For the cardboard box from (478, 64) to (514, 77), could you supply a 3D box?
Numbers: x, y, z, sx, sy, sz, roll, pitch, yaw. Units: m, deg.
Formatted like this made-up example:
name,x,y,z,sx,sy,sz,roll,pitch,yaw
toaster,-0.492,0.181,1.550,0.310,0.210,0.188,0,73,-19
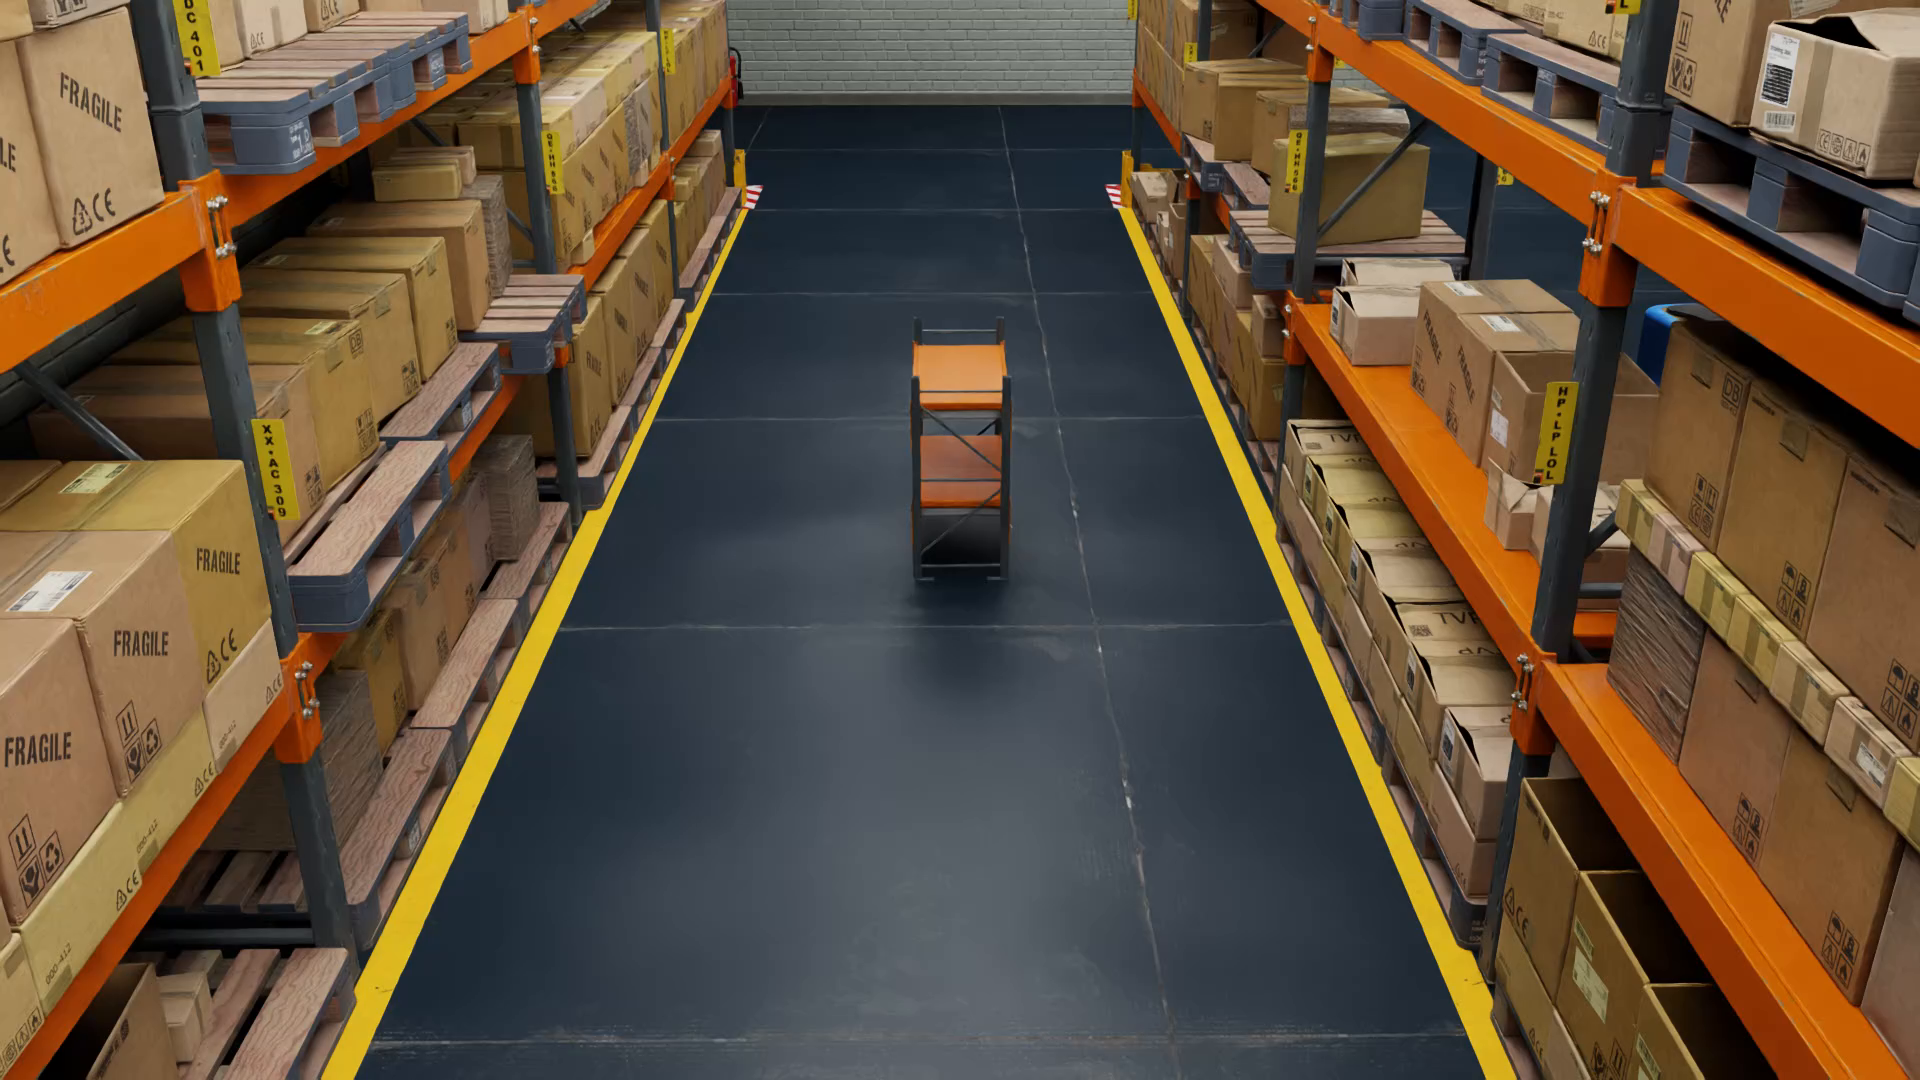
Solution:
name,x,y,z,sx,sy,sz,roll,pitch,yaw
cardboard box,-2.932,-2.812,10.410,0.500,0.250,0.500,-1,24,-2

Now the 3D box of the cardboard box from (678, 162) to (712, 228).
name,x,y,z,sx,sy,sz,roll,pitch,yaw
cardboard box,-2.625,-3.107,15.003,0.700,0.500,0.500,-1,24,-2

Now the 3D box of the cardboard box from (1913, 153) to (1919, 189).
name,x,y,z,sx,sy,sz,roll,pitch,yaw
cardboard box,2.232,-0.825,2.989,0.797,0.503,0.637,2,24,5

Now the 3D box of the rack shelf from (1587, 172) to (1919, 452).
name,x,y,z,sx,sy,sz,roll,pitch,yaw
rack shelf,2.362,-0.050,2.953,1.077,0.370,4.000,0,24,-1

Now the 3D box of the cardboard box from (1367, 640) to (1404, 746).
name,x,y,z,sx,sy,sz,roll,pitch,yaw
cardboard box,2.036,0.638,7.027,0.500,0.250,0.500,0,24,1

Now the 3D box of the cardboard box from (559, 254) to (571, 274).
name,x,y,z,sx,sy,sz,roll,pitch,yaw
cardboard box,-2.423,-1.595,9.416,0.380,0.149,0.250,0,24,0

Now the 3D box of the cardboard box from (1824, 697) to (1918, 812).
name,x,y,z,sx,sy,sz,roll,pitch,yaw
cardboard box,2.167,0.467,3.670,0.380,0.149,0.250,-1,24,-2

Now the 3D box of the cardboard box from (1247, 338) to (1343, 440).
name,x,y,z,sx,sy,sz,roll,pitch,yaw
cardboard box,2.051,-0.929,10.164,0.500,0.500,0.500,1,24,2

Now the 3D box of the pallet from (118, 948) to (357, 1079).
name,x,y,z,sx,sy,sz,roll,pitch,yaw
pallet,-2.571,1.736,5.156,1.003,0.211,1.213,0,24,-1

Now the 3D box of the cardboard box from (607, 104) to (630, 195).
name,x,y,z,sx,sy,sz,roll,pitch,yaw
cardboard box,-2.421,-2.486,10.600,0.500,0.500,0.500,0,24,1

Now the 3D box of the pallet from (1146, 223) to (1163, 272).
name,x,y,z,sx,sy,sz,roll,pitch,yaw
pallet,2.230,-2.648,14.849,1.003,0.211,1.213,0,24,-1

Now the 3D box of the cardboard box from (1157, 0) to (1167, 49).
name,x,y,z,sx,sy,sz,roll,pitch,yaw
cardboard box,1.970,-4.466,14.150,0.500,0.500,0.500,0,24,-1

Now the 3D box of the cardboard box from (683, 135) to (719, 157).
name,x,y,z,sx,sy,sz,roll,pitch,yaw
cardboard box,-2.450,-3.658,15.436,0.380,0.149,0.250,0,24,1

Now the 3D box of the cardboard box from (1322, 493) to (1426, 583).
name,x,y,z,sx,sy,sz,roll,pitch,yaw
cardboard box,2.026,-0.034,7.831,0.500,0.311,0.500,-1,24,-2

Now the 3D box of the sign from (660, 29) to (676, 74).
name,x,y,z,sx,sy,sz,roll,pitch,yaw
sign,-2.158,-3.606,12.273,0.100,0.325,0.005,0,24,-1

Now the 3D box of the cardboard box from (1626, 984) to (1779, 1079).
name,x,y,z,sx,sy,sz,roll,pitch,yaw
cardboard box,2.043,1.489,4.234,0.500,0.500,0.500,0,24,-1

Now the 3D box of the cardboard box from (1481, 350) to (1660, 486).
name,x,y,z,sx,sy,sz,roll,pitch,yaw
cardboard box,2.342,-0.414,6.404,0.500,0.500,0.500,1,24,3

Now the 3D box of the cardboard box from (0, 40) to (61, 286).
name,x,y,z,sx,sy,sz,roll,pitch,yaw
cardboard box,-2.368,-0.817,3.631,0.500,0.500,0.500,-2,24,-5

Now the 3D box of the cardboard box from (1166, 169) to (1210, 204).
name,x,y,z,sx,sy,sz,roll,pitch,yaw
cardboard box,2.227,-2.969,14.669,0.797,0.503,0.637,0,24,-1

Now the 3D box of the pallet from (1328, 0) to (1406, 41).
name,x,y,z,sx,sy,sz,roll,pitch,yaw
pallet,2.393,-2.485,7.693,1.213,0.211,1.003,1,24,2

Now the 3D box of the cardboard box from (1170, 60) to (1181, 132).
name,x,y,z,sx,sy,sz,roll,pitch,yaw
cardboard box,1.983,-3.594,13.436,0.500,0.500,0.500,0,24,1

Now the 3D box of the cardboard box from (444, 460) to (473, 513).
name,x,y,z,sx,sy,sz,roll,pitch,yaw
cardboard box,-2.654,-0.331,7.931,0.500,0.250,0.500,0,24,0

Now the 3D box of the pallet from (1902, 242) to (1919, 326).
name,x,y,z,sx,sy,sz,roll,pitch,yaw
pallet,2.385,-0.309,2.760,1.003,0.211,1.213,0,24,-1

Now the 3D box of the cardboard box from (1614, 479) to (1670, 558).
name,x,y,z,sx,sy,sz,roll,pitch,yaw
cardboard box,2.149,-0.064,4.844,0.380,0.149,0.250,0,24,-1

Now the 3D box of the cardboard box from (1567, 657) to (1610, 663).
name,x,y,z,sx,sy,sz,roll,pitch,yaw
cardboard box,2.584,0.593,6.445,0.500,0.311,0.500,-1,24,-1

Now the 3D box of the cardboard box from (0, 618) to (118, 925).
name,x,y,z,sx,sy,sz,roll,pitch,yaw
cardboard box,-2.293,0.513,3.723,0.500,0.500,0.500,-1,24,-2

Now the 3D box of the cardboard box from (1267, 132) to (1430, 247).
name,x,y,z,sx,sy,sz,roll,pitch,yaw
cardboard box,2.177,-1.979,9.355,0.700,0.500,0.500,-9,26,-18

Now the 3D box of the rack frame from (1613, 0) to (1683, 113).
name,x,y,z,sx,sy,sz,roll,pitch,yaw
rack frame,2.340,-2.568,4.009,1.000,3.000,0.127,0,24,-1

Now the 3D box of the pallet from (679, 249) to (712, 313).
name,x,y,z,sx,sy,sz,roll,pitch,yaw
pallet,-2.631,-2.151,13.749,1.003,0.211,1.213,0,24,-1

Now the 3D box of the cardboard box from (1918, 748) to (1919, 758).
name,x,y,z,sx,sy,sz,roll,pitch,yaw
cardboard box,2.367,0.332,3.181,0.700,0.500,0.500,0,24,-1

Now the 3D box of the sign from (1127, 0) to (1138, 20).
name,x,y,z,sx,sy,sz,roll,pitch,yaw
sign,1.666,-5.172,15.994,0.100,0.325,0.005,0,24,-1

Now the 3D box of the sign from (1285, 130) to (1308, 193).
name,x,y,z,sx,sy,sz,roll,pitch,yaw
sign,1.754,-1.968,8.653,0.100,0.325,0.005,0,24,-1

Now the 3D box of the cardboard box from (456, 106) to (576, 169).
name,x,y,z,sx,sy,sz,roll,pitch,yaw
cardboard box,-2.405,-2.191,9.039,0.500,0.250,0.500,0,24,1

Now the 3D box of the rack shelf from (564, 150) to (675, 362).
name,x,y,z,sx,sy,sz,roll,pitch,yaw
rack shelf,-2.679,-1.956,10.807,1.077,0.370,4.000,0,24,-1

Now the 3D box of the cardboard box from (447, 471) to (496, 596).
name,x,y,z,sx,sy,sz,roll,pitch,yaw
cardboard box,-2.708,-0.012,8.135,0.700,0.500,0.500,0,24,-1

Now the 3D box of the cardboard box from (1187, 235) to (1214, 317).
name,x,y,z,sx,sy,sz,roll,pitch,yaw
cardboard box,2.014,-1.993,12.515,0.500,0.500,0.500,-1,24,-3

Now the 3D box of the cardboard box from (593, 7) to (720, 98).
name,x,y,z,sx,sy,sz,roll,pitch,yaw
cardboard box,-2.710,-4.383,14.936,0.980,0.700,0.700,0,24,-1

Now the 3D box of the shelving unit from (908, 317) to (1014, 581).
name,x,y,z,sx,sy,sz,roll,pitch,yaw
shelving unit,0.000,-0.515,9.024,0.538,1.125,1.048,0,24,-1

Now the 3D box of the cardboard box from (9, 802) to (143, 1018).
name,x,y,z,sx,sy,sz,roll,pitch,yaw
cardboard box,-2.287,0.854,3.879,0.500,0.250,0.500,0,24,-1

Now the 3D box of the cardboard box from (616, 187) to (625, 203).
name,x,y,z,sx,sy,sz,roll,pitch,yaw
cardboard box,-2.444,-2.341,11.066,0.380,0.149,0.250,-1,24,-2

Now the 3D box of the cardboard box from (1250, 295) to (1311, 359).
name,x,y,z,sx,sy,sz,roll,pitch,yaw
cardboard box,2.046,-1.294,10.060,0.500,0.250,0.500,1,24,1

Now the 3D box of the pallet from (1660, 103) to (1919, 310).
name,x,y,z,sx,sy,sz,roll,pitch,yaw
pallet,2.375,-0.810,3.868,1.003,0.211,1.213,0,24,-1

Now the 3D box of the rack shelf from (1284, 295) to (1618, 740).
name,x,y,z,sx,sy,sz,roll,pitch,yaw
rack shelf,2.318,-0.331,7.216,1.077,0.370,4.000,0,24,-1

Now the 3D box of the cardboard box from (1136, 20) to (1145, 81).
name,x,y,z,sx,sy,sz,roll,pitch,yaw
cardboard box,1.950,-4.641,15.751,0.500,0.500,0.500,0,24,1

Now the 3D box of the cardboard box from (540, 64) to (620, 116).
name,x,y,z,sx,sy,sz,roll,pitch,yaw
cardboard box,-2.432,-2.817,10.423,0.500,0.250,0.500,-1,24,-2

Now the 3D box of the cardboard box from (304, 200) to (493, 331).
name,x,y,z,sx,sy,sz,roll,pitch,yaw
cardboard box,-2.609,-1.282,7.789,0.700,0.500,0.500,-3,24,-6

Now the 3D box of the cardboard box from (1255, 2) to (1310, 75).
name,x,y,z,sx,sy,sz,roll,pitch,yaw
cardboard box,2.529,-3.828,12.739,0.500,0.500,0.500,0,24,1

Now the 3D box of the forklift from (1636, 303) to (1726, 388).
name,x,y,z,sx,sy,sz,roll,pitch,yaw
forklift,5.517,-1.602,9.235,3.031,2.935,1.130,-3,24,-6

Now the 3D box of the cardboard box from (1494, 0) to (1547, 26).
name,x,y,z,sx,sy,sz,roll,pitch,yaw
cardboard box,2.380,-2.113,6.314,0.500,0.250,0.500,-2,24,-5

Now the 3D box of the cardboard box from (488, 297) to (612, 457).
name,x,y,z,sx,sy,sz,roll,pitch,yaw
cardboard box,-2.534,-0.975,9.865,0.750,0.750,0.750,-1,24,-1

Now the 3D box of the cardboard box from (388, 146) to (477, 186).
name,x,y,z,sx,sy,sz,roll,pitch,yaw
cardboard box,-2.623,-1.859,8.278,0.380,0.149,0.250,-3,25,-7

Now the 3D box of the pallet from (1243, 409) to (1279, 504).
name,x,y,z,sx,sy,sz,roll,pitch,yaw
pallet,2.326,-0.520,10.145,1.003,0.211,1.213,0,24,-1

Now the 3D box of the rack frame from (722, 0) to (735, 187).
name,x,y,z,sx,sy,sz,roll,pitch,yaw
rack frame,-2.744,-4.756,16.126,1.000,3.000,0.127,0,24,-1

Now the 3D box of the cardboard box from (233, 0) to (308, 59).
name,x,y,z,sx,sy,sz,roll,pitch,yaw
cardboard box,-2.546,-1.808,5.566,0.500,0.311,0.500,1,24,1
